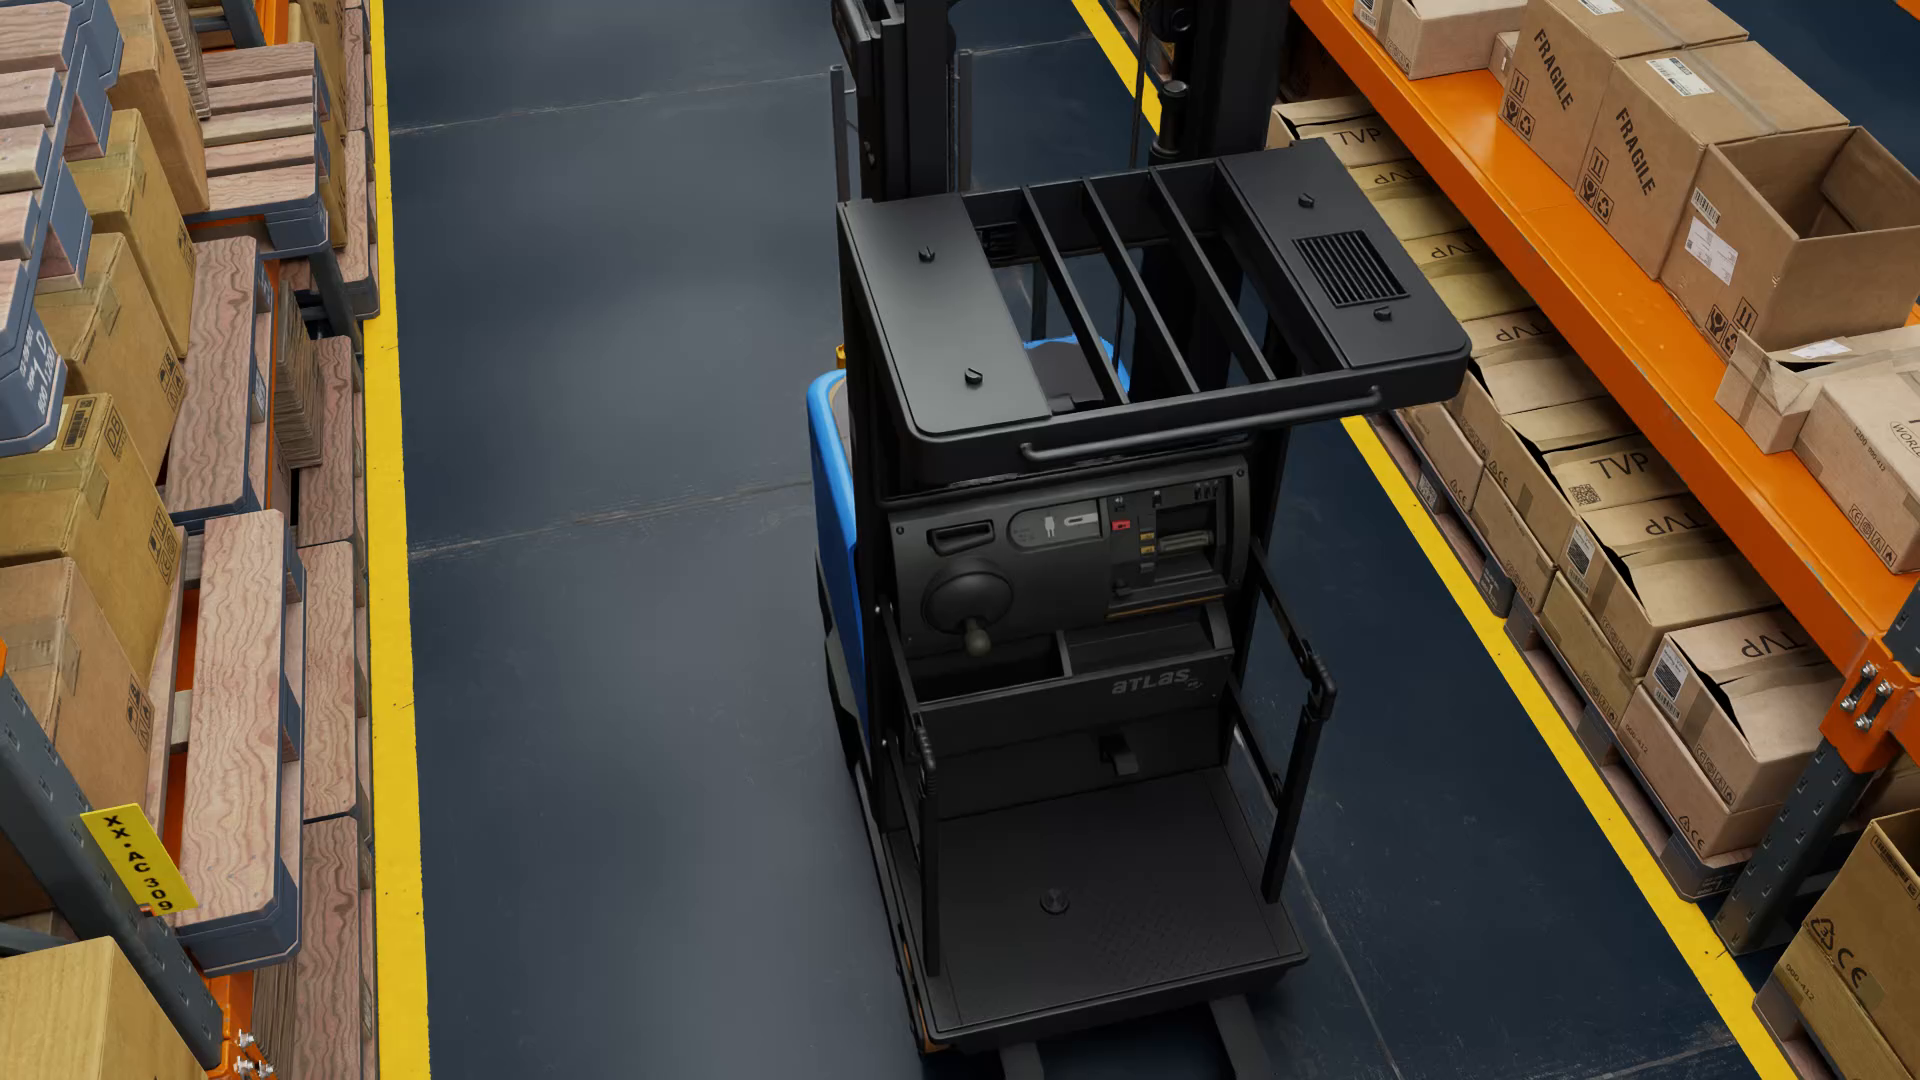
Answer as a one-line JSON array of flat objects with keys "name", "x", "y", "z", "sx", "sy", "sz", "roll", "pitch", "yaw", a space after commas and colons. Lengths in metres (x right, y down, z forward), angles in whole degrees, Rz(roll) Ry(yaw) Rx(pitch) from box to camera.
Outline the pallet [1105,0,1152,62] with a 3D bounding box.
[{"name": "pallet", "x": 1.309, "y": -3.071, "z": 9.112, "sx": 1.003, "sy": 0.211, "sz": 1.213, "roll": -11, "pitch": 47, "yaw": -10}]

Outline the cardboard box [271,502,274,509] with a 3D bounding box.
[{"name": "cardboard box", "x": -2.606, "y": 0.147, "z": 5.448, "sx": 0.700, "sy": 0.500, "sz": 0.500, "roll": -11, "pitch": 47, "yaw": -11}]

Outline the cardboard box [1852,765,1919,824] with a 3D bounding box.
[{"name": "cardboard box", "x": 2.933, "y": 0.569, "z": 5.223, "sx": 0.500, "sy": 0.250, "sz": 0.500, "roll": -12, "pitch": 47, "yaw": -11}]

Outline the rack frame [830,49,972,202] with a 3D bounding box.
[{"name": "rack frame", "x": -0.205, "y": -1.147, "z": 6.324, "sx": 0.500, "sy": 1.500, "sz": 0.032, "roll": -10, "pitch": 46, "yaw": -9}]

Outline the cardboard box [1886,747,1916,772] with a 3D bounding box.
[{"name": "cardboard box", "x": 2.932, "y": 0.366, "z": 5.030, "sx": 0.500, "sy": 0.311, "sz": 0.500, "roll": -11, "pitch": 47, "yaw": -10}]

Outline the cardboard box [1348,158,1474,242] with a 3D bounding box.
[{"name": "cardboard box", "x": 1.765, "y": -1.289, "z": 6.651, "sx": 0.500, "sy": 0.311, "sz": 0.500, "roll": -12, "pitch": 47, "yaw": -11}]

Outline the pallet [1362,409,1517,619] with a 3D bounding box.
[{"name": "pallet", "x": 2.254, "y": -0.292, "z": 6.389, "sx": 1.003, "sy": 0.211, "sz": 1.213, "roll": -11, "pitch": 47, "yaw": -10}]

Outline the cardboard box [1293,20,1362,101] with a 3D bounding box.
[{"name": "cardboard box", "x": 1.932, "y": -2.330, "z": 7.875, "sx": 0.500, "sy": 0.500, "sz": 0.500, "roll": -9, "pitch": 46, "yaw": -9}]

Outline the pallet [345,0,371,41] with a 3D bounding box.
[{"name": "pallet", "x": -3.769, "y": -3.043, "z": 9.084, "sx": 1.003, "sy": 0.211, "sz": 1.213, "roll": -11, "pitch": 47, "yaw": -10}]

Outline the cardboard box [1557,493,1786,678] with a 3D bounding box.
[{"name": "cardboard box", "x": 2.276, "y": 0.111, "z": 5.279, "sx": 0.500, "sy": 0.311, "sz": 0.500, "roll": -10, "pitch": 46, "yaw": -9}]

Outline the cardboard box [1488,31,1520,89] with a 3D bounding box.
[{"name": "cardboard box", "x": 2.153, "y": -1.726, "z": 6.017, "sx": 0.380, "sy": 0.149, "sz": 0.250, "roll": -8, "pitch": 46, "yaw": -7}]

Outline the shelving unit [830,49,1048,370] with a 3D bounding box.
[{"name": "shelving unit", "x": -0.088, "y": -0.800, "z": 5.984, "sx": 0.587, "sy": 1.500, "sz": 1.083, "roll": -10, "pitch": 46, "yaw": -9}]

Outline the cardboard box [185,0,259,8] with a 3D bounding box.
[{"name": "cardboard box", "x": -2.892, "y": -2.304, "z": 6.116, "sx": 0.500, "sy": 0.500, "sz": 0.500, "roll": -9, "pitch": 46, "yaw": -9}]

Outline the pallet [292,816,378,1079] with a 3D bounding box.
[{"name": "pallet", "x": -2.192, "y": 1.424, "z": 4.706, "sx": 1.003, "sy": 0.211, "sz": 1.213, "roll": -11, "pitch": 47, "yaw": -10}]

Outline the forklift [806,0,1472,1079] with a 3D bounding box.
[{"name": "forklift", "x": 0.339, "y": 0.141, "z": 4.060, "sx": 1.130, "sy": 2.935, "sz": 3.031, "roll": -10, "pitch": 46, "yaw": -9}]

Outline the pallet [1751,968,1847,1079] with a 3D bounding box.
[{"name": "pallet", "x": 2.960, "y": 1.610, "z": 4.524, "sx": 1.003, "sy": 0.211, "sz": 1.213, "roll": -11, "pitch": 47, "yaw": -10}]

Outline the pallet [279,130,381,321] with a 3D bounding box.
[{"name": "pallet", "x": -3.144, "y": -1.358, "z": 7.433, "sx": 1.003, "sy": 0.211, "sz": 1.213, "roll": -11, "pitch": 47, "yaw": -10}]

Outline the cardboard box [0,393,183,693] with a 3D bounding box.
[{"name": "cardboard box", "x": -2.225, "y": 0.052, "z": 3.721, "sx": 0.700, "sy": 0.500, "sz": 0.500, "roll": -6, "pitch": 46, "yaw": -6}]

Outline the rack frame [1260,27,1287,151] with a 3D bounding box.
[{"name": "rack frame", "x": 1.772, "y": -2.684, "z": 6.781, "sx": 1.000, "sy": 3.000, "sz": 0.127, "roll": -11, "pitch": 47, "yaw": -10}]

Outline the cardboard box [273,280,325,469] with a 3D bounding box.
[{"name": "cardboard box", "x": -2.780, "y": -0.568, "z": 6.148, "sx": 0.700, "sy": 0.500, "sz": 0.500, "roll": -10, "pitch": 46, "yaw": -10}]

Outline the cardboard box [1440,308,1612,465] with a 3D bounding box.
[{"name": "cardboard box", "x": 2.026, "y": -0.581, "z": 5.958, "sx": 0.500, "sy": 0.311, "sz": 0.500, "roll": -11, "pitch": 47, "yaw": -11}]

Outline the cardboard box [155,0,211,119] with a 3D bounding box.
[{"name": "cardboard box", "x": -2.885, "y": -1.642, "z": 5.381, "sx": 0.700, "sy": 0.500, "sz": 0.500, "roll": -16, "pitch": 48, "yaw": -15}]

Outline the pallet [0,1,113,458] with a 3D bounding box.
[{"name": "pallet", "x": -2.046, "y": -0.444, "z": 2.616, "sx": 1.213, "sy": 0.211, "sz": 1.003, "roll": -11, "pitch": 47, "yaw": -10}]

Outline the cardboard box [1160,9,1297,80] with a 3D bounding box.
[{"name": "cardboard box", "x": 1.306, "y": -2.566, "z": 8.107, "sx": 0.500, "sy": 0.500, "sz": 0.500, "roll": -9, "pitch": 46, "yaw": -9}]

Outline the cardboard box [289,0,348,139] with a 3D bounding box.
[{"name": "cardboard box", "x": -3.295, "y": -2.308, "z": 7.623, "sx": 0.750, "sy": 0.750, "sz": 0.750, "roll": -11, "pitch": 47, "yaw": -11}]

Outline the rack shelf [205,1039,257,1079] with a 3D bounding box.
[{"name": "rack shelf", "x": -1.479, "y": 2.618, "z": 2.088, "sx": 1.077, "sy": 0.370, "sz": 4.000, "roll": -11, "pitch": 47, "yaw": -10}]

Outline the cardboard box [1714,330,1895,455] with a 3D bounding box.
[{"name": "cardboard box", "x": 2.394, "y": -0.449, "z": 4.684, "sx": 0.396, "sy": 0.266, "sz": 0.258, "roll": -12, "pitch": 47, "yaw": -11}]

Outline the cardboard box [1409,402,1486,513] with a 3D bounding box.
[{"name": "cardboard box", "x": 2.022, "y": -0.395, "z": 6.168, "sx": 0.500, "sy": 0.250, "sz": 0.500, "roll": -10, "pitch": 46, "yaw": -10}]

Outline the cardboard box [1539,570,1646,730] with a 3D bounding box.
[{"name": "cardboard box", "x": 2.282, "y": 0.310, "z": 5.477, "sx": 0.500, "sy": 0.250, "sz": 0.500, "roll": -11, "pitch": 47, "yaw": -11}]

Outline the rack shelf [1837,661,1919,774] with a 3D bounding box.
[{"name": "rack shelf", "x": 3.309, "y": 1.710, "z": 2.978, "sx": 1.077, "sy": 0.370, "sz": 4.000, "roll": -11, "pitch": 47, "yaw": -10}]

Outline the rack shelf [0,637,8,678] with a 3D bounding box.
[{"name": "rack shelf", "x": -2.503, "y": -1.193, "z": 3.723, "sx": 1.077, "sy": 0.370, "sz": 4.000, "roll": -11, "pitch": 47, "yaw": -10}]

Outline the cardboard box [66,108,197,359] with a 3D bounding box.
[{"name": "cardboard box", "x": -2.545, "y": -0.786, "z": 4.542, "sx": 0.700, "sy": 0.500, "sz": 0.500, "roll": -11, "pitch": 47, "yaw": -10}]

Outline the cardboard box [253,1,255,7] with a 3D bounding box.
[{"name": "cardboard box", "x": -2.932, "y": -2.140, "z": 6.409, "sx": 0.380, "sy": 0.149, "sz": 0.250, "roll": -10, "pitch": 46, "yaw": -10}]

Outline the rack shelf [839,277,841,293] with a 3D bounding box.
[{"name": "rack shelf", "x": -0.086, "y": -0.668, "z": 6.106, "sx": 0.538, "sy": 0.185, "sz": 1.000, "roll": -10, "pitch": 46, "yaw": -9}]

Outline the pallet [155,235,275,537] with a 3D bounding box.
[{"name": "pallet", "x": -2.469, "y": -0.350, "z": 4.627, "sx": 1.003, "sy": 0.211, "sz": 1.213, "roll": -11, "pitch": 47, "yaw": -10}]

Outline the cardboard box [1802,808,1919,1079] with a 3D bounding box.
[{"name": "cardboard box", "x": 2.613, "y": 1.008, "z": 4.268, "sx": 0.500, "sy": 0.500, "sz": 0.500, "roll": -11, "pitch": 47, "yaw": -10}]

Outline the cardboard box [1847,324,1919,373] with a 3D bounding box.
[{"name": "cardboard box", "x": 2.767, "y": -0.484, "z": 4.800, "sx": 0.380, "sy": 0.149, "sz": 0.250, "roll": -11, "pitch": 47, "yaw": -10}]

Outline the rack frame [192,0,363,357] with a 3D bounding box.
[{"name": "rack frame", "x": -3.015, "y": -1.776, "z": 5.890, "sx": 1.000, "sy": 3.000, "sz": 0.127, "roll": -11, "pitch": 47, "yaw": -10}]

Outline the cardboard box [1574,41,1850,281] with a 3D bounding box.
[{"name": "cardboard box", "x": 2.353, "y": -1.200, "z": 5.256, "sx": 0.500, "sy": 0.500, "sz": 0.500, "roll": -11, "pitch": 47, "yaw": -10}]
